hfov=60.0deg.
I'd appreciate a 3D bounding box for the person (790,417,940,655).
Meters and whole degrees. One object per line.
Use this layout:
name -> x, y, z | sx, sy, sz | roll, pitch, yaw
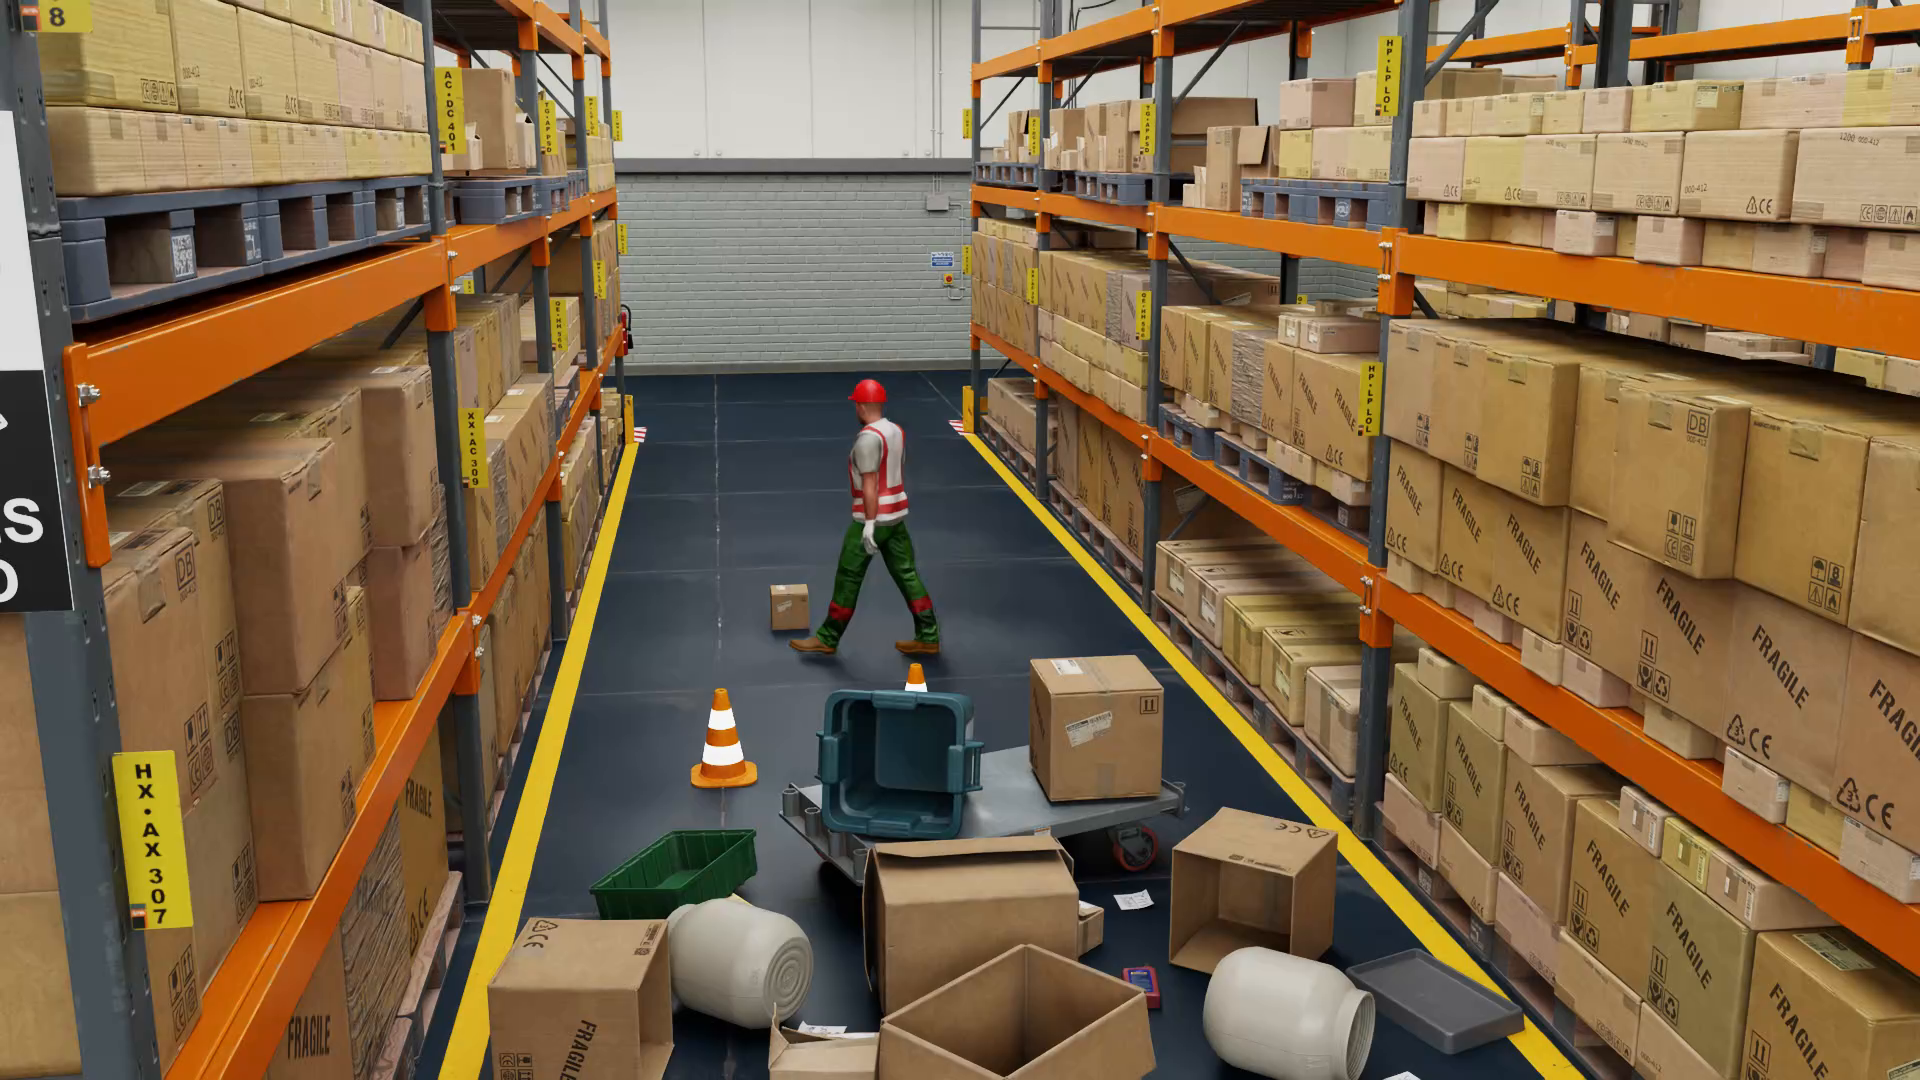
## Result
person -> -0.574, -0.028, 10.534 | 0.889, 1.512, 0.616 | 6, 14, 24
